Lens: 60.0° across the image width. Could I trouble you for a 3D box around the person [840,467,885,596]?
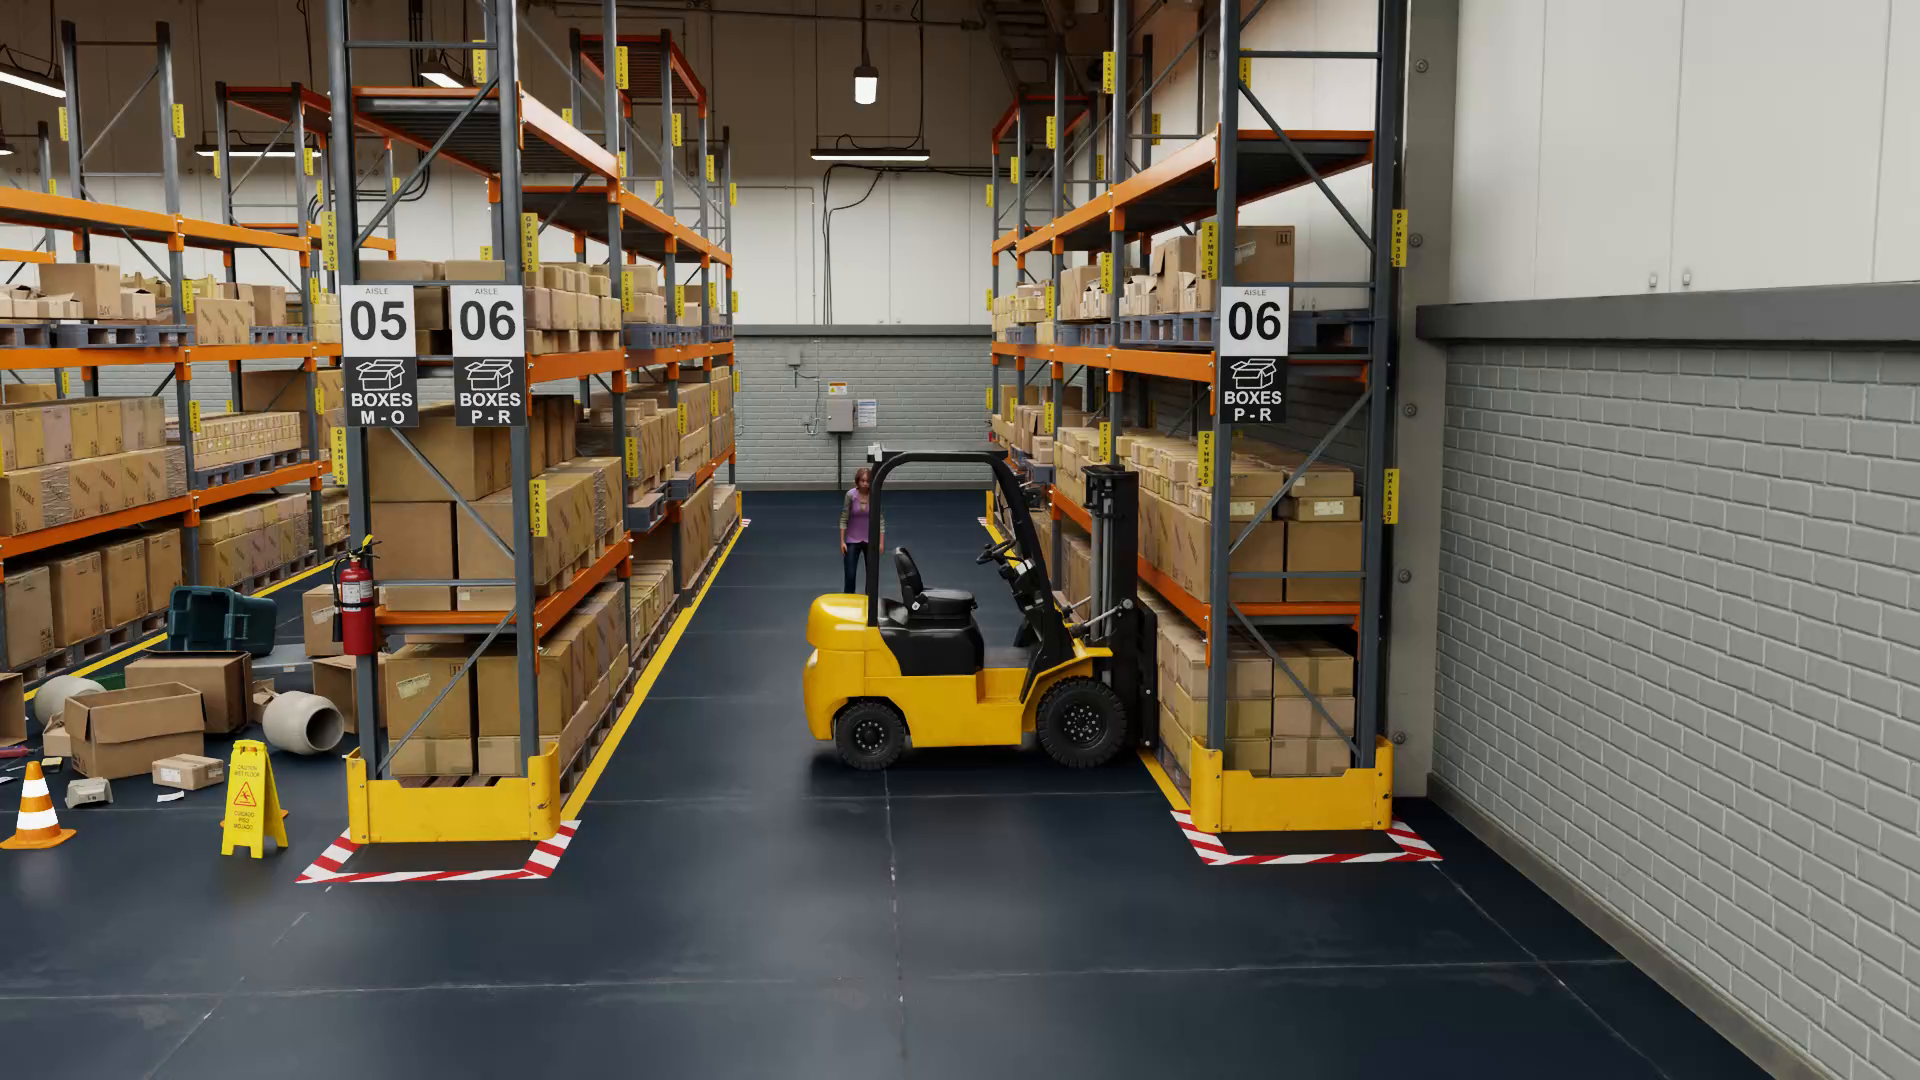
[{"bbox_3d":[-0.996,0.052,16.889,0.480,1.591,0.347,-1,7,-7],"label":"person"}]
